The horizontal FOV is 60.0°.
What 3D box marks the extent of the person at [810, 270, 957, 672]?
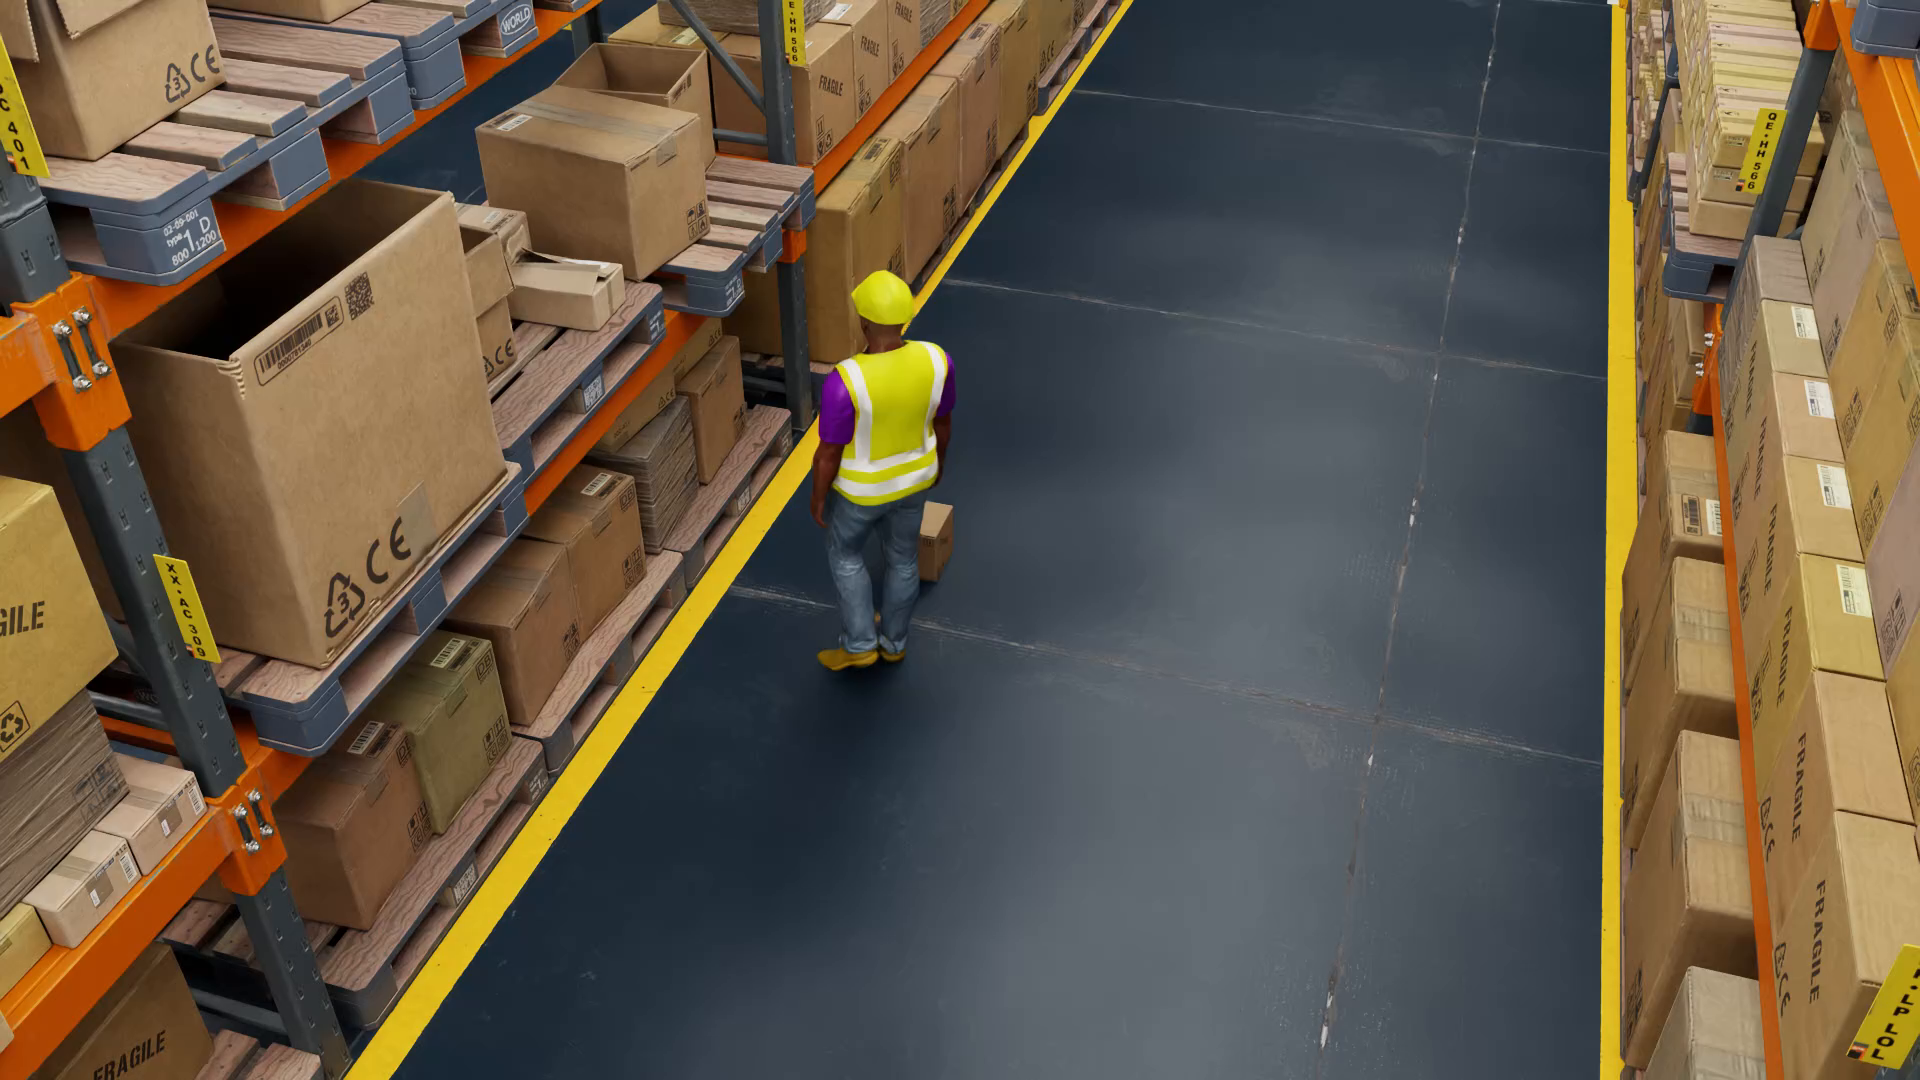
[{"bbox_3d":[-0.309,-0.233,6.463,0.590,1.809,0.414,-17,40,-22],"label":"person"}]
